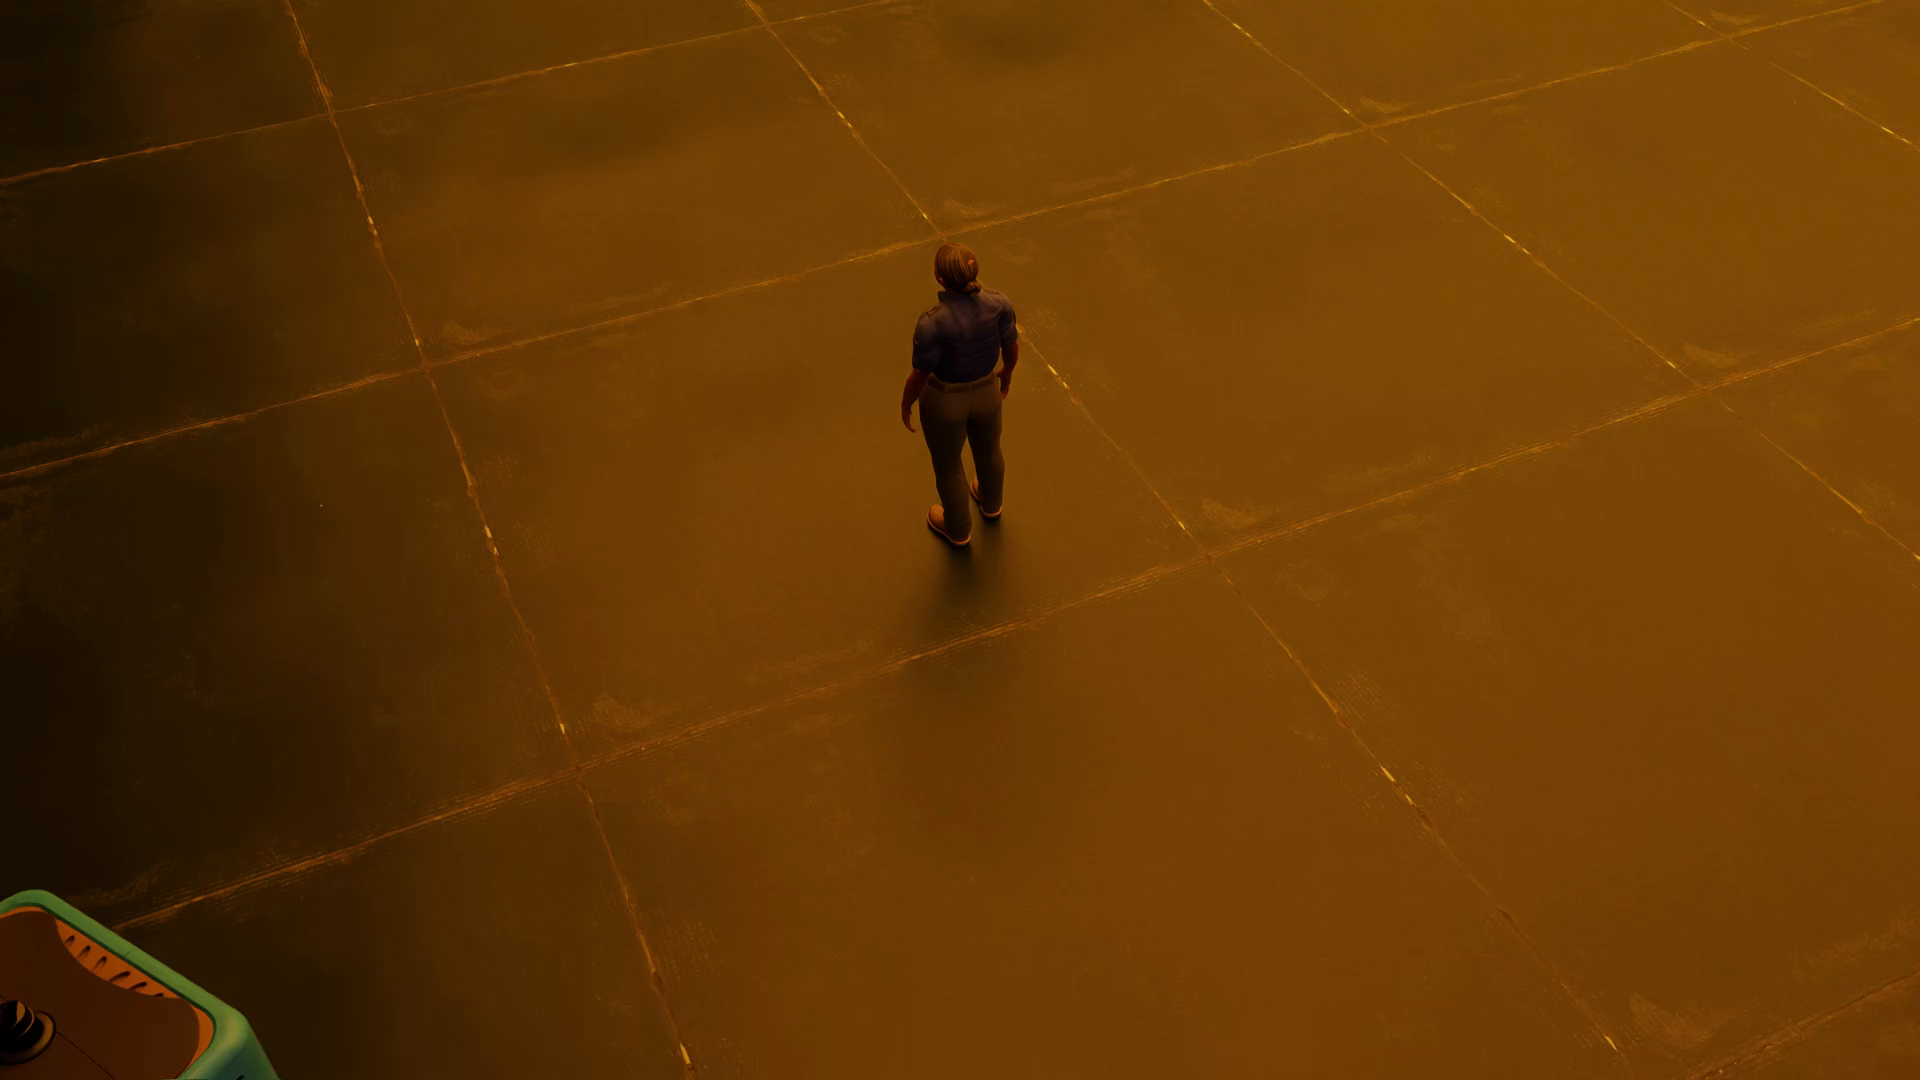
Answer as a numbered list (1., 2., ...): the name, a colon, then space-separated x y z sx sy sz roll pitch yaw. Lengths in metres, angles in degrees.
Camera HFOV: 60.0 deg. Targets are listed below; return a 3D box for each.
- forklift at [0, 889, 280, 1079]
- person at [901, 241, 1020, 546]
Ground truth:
1. forklift: -3.207 1.803 3.748 1.130 2.935 3.031 22 47 22
2. person: -0.018 -0.670 7.323 0.569 1.654 0.504 -18 46 -18
